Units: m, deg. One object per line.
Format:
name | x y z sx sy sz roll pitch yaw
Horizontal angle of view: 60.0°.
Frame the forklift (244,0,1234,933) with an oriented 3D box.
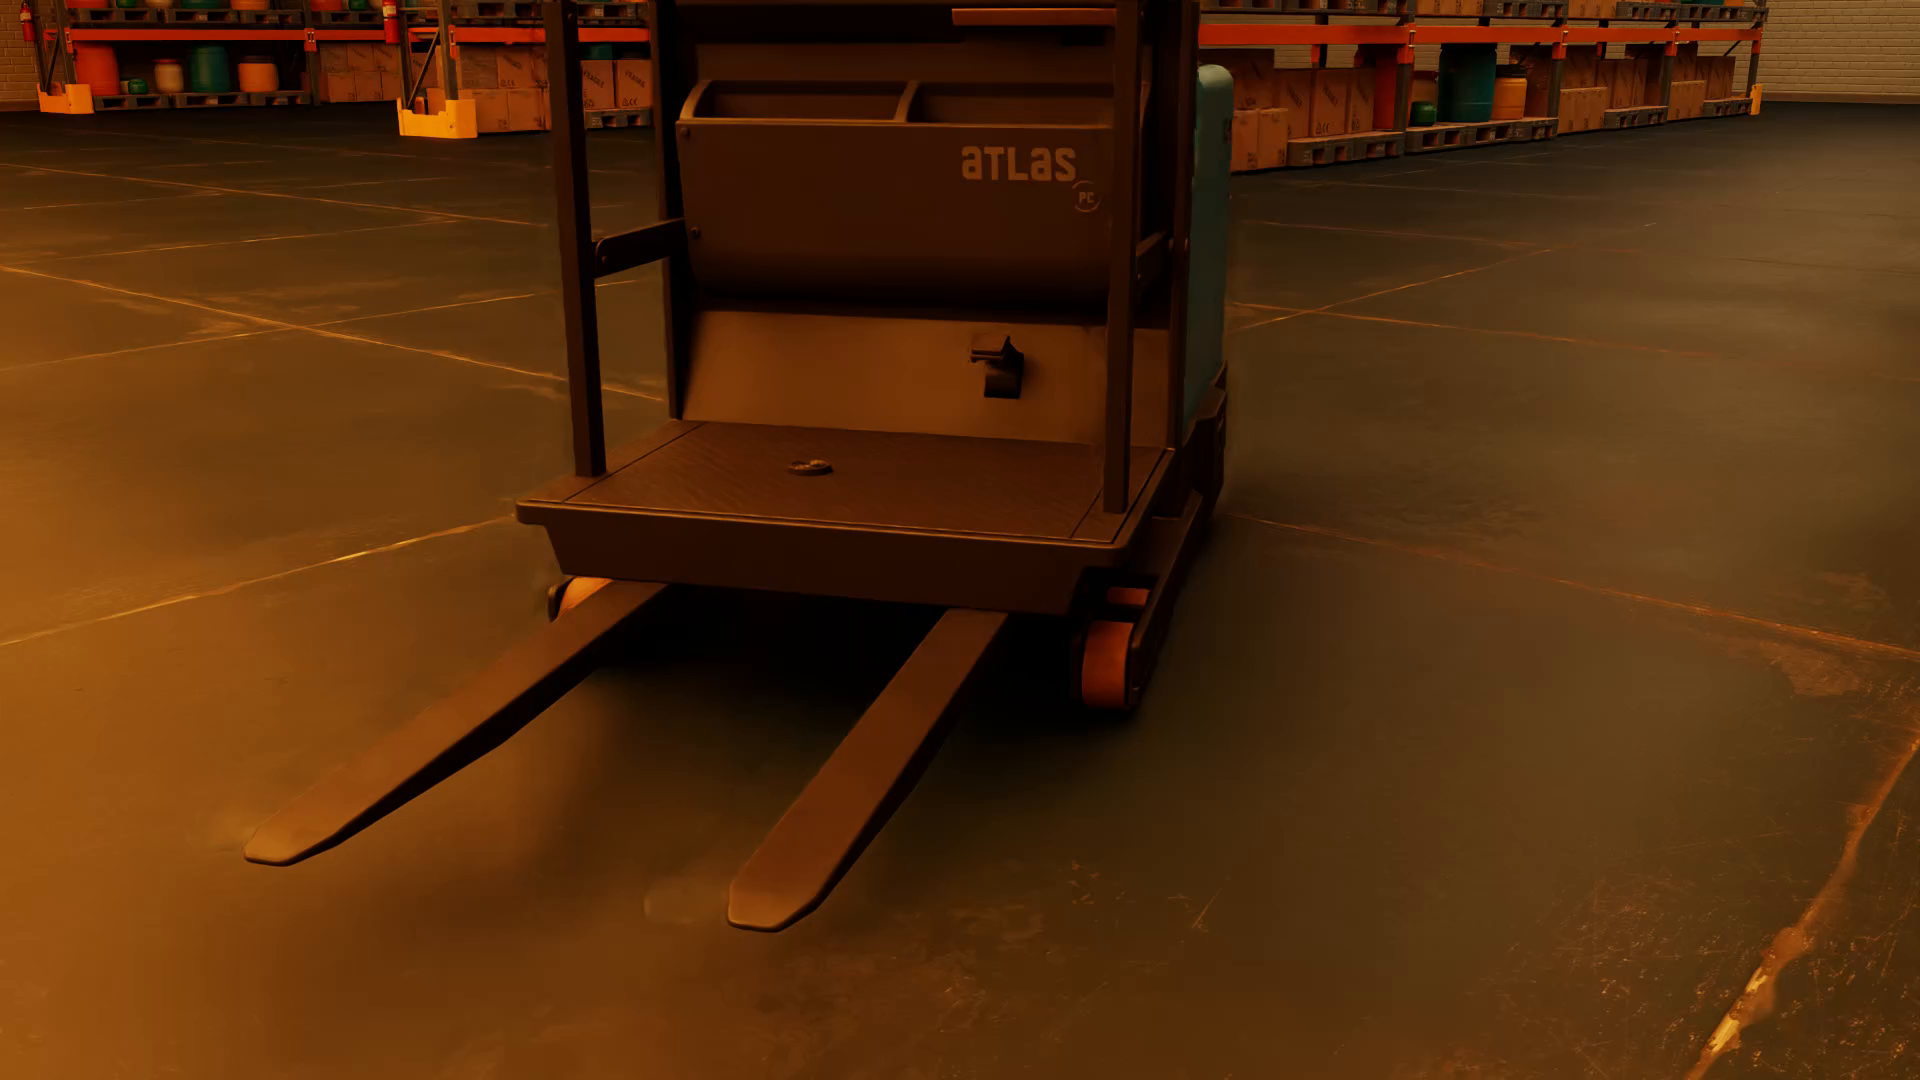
forklift | -0.146 -1.220 2.914 1.130 2.935 3.031 4 17 14
